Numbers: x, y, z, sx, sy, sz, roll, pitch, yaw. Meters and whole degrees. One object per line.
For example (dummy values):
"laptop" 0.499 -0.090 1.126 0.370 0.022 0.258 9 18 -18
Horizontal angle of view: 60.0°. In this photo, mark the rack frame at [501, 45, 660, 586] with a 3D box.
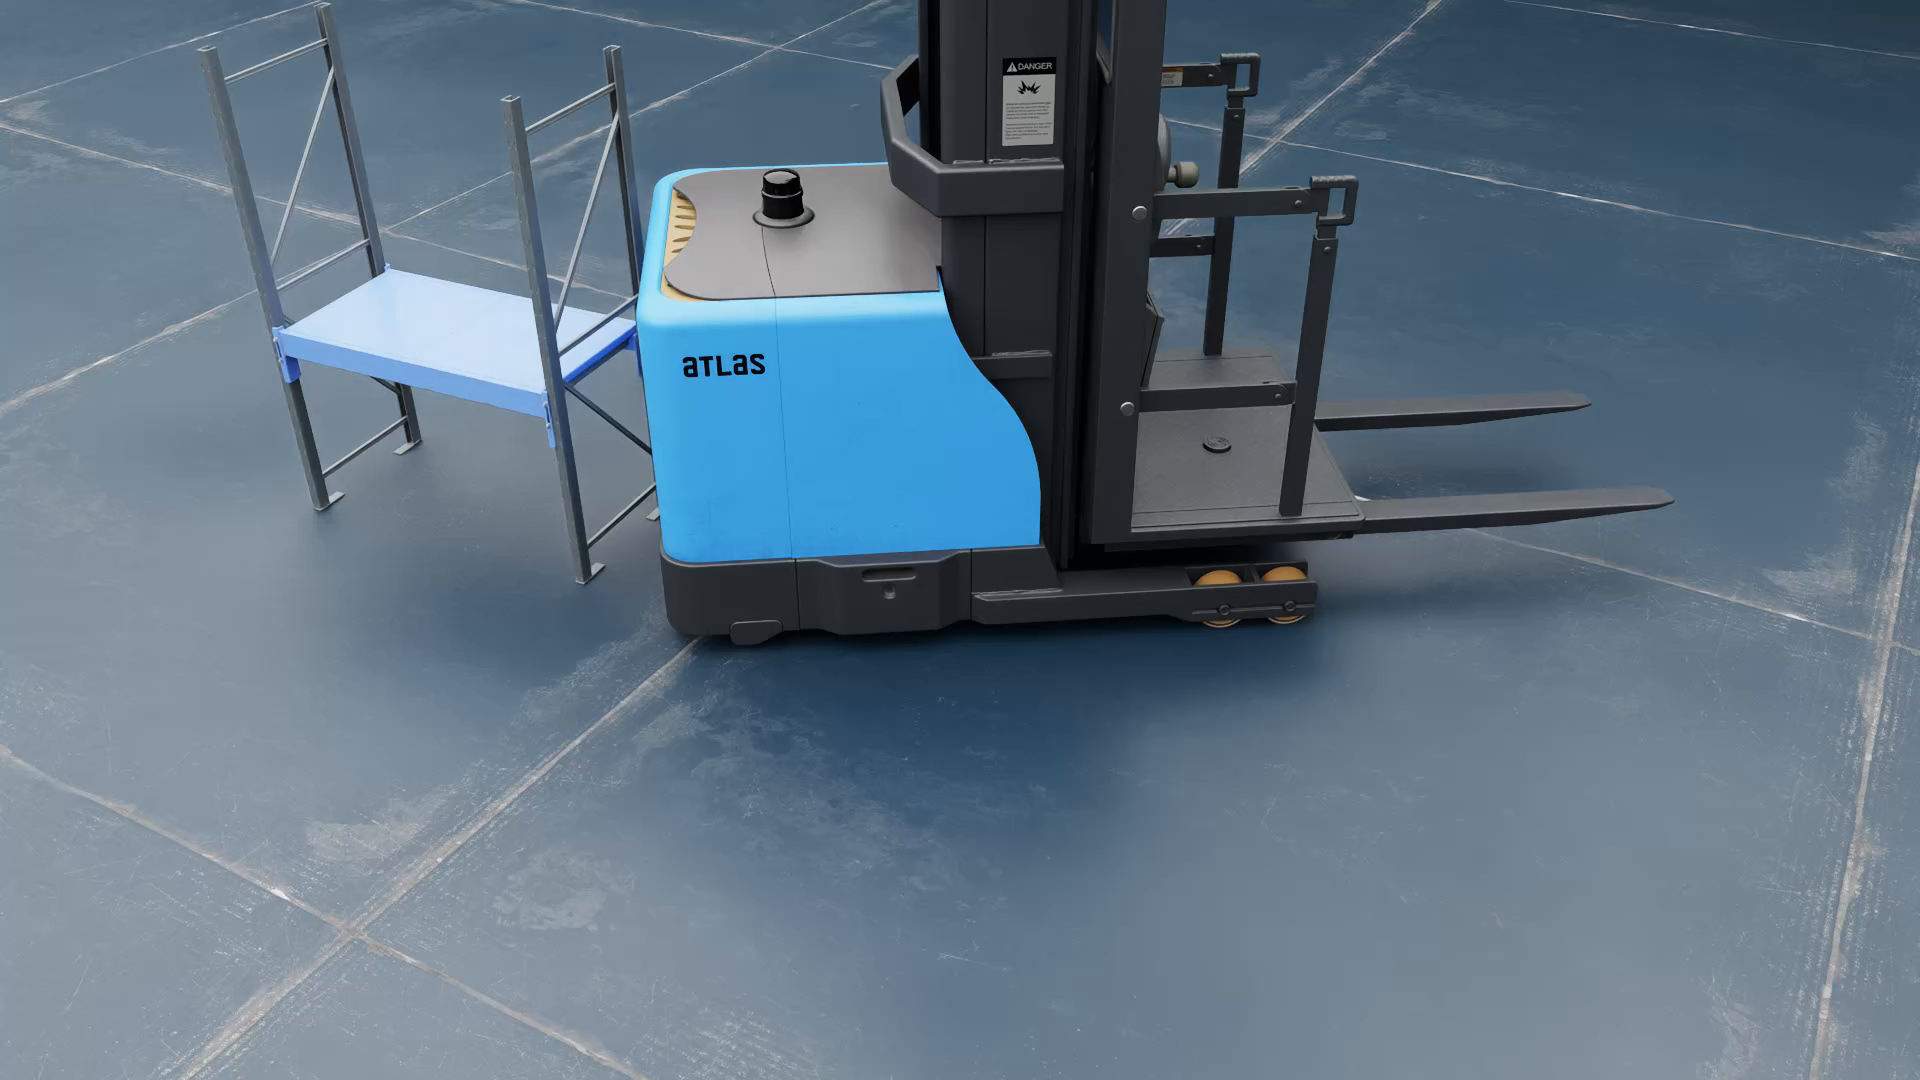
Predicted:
"rack frame" -1.052 -0.616 4.821 0.032 1.500 0.500 14 36 20

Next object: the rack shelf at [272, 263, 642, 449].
"rack shelf" -1.516 -0.580 5.093 1.000 0.185 0.538 14 36 20

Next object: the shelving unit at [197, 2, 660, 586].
"shelving unit" -1.516 -0.730 4.993 1.048 1.500 0.538 14 36 20

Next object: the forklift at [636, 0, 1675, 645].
"forklift" 0.624 -1.254 4.489 3.031 2.935 1.130 -3 34 -5

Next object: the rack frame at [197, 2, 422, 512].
"rack frame" -1.980 -0.845 5.165 0.032 1.500 0.500 14 36 20
